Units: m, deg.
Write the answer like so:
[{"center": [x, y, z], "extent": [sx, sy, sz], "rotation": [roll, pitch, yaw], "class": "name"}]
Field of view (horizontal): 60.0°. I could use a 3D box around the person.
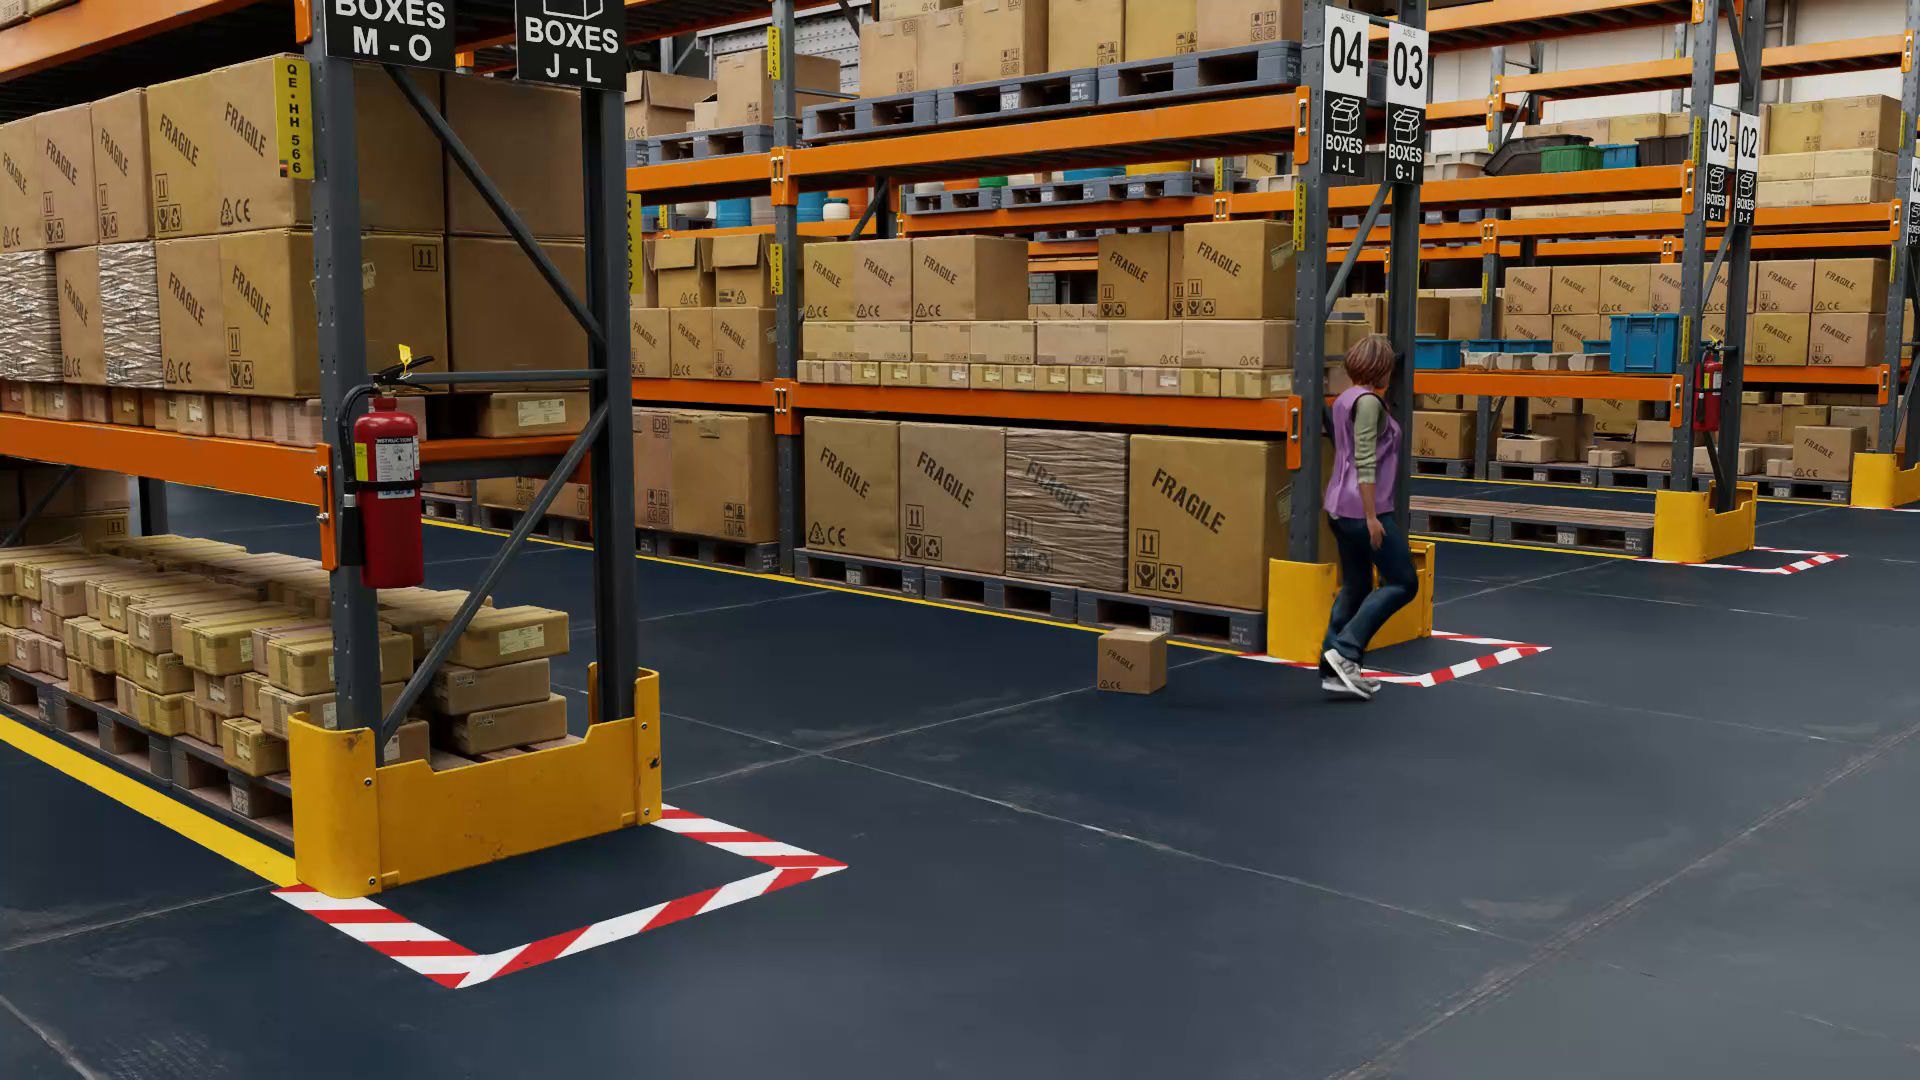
[{"center": [1.801, -0.098, 7.363], "extent": [0.395, 1.591, 0.464], "rotation": [0, 7, -4], "class": "person"}]
